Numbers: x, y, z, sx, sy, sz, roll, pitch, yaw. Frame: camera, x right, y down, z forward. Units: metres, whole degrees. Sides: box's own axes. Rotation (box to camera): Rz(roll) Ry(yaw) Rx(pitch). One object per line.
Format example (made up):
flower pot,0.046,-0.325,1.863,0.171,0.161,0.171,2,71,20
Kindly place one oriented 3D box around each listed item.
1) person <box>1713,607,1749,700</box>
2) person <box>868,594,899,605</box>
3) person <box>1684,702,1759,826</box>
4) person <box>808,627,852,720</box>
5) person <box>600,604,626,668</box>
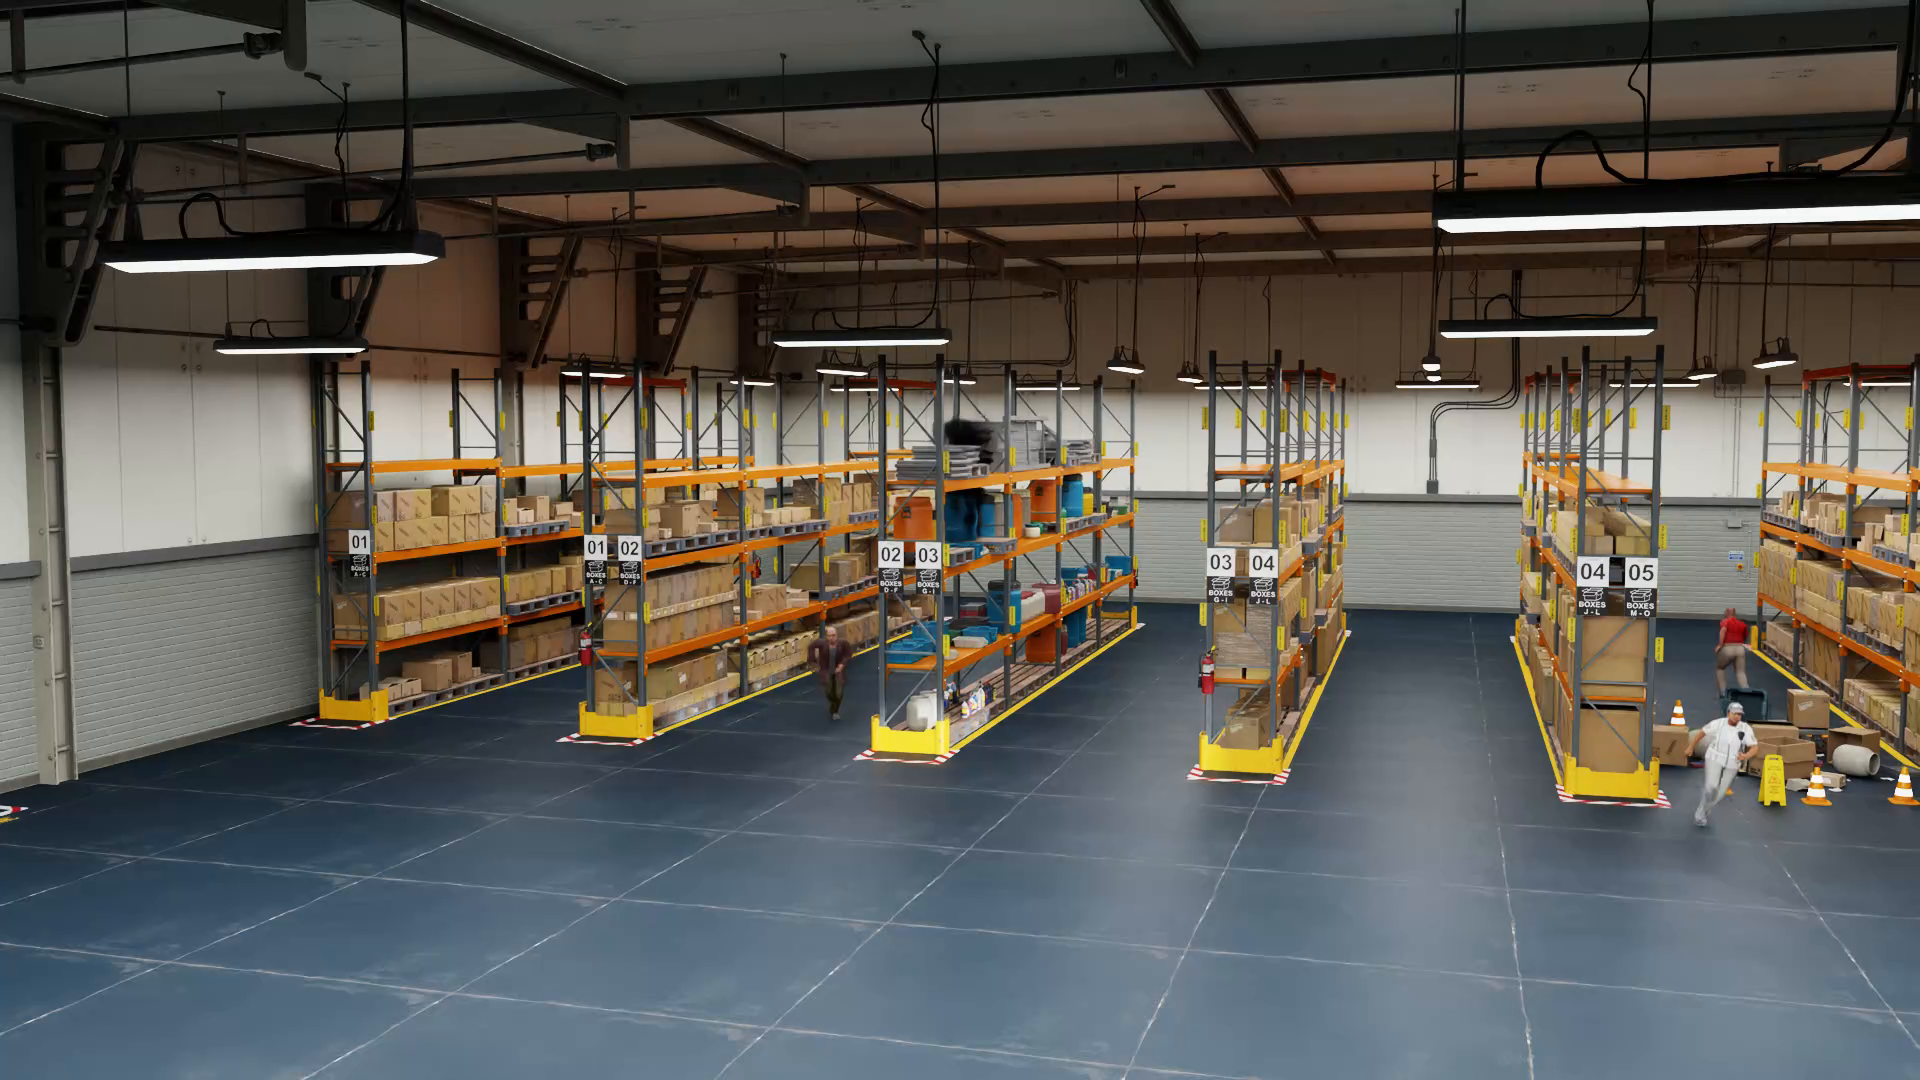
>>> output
person,13.761,2.055,29.636,0.667,1.709,0.998,0,4,2
person,-1.933,1.080,43.630,1.002,1.681,0.688,1,4,17
person,9.387,2.773,20.454,0.767,1.580,0.666,1,4,9
person,-2.176,2.231,27.760,0.741,1.596,0.814,0,4,-2
person,-6.640,1.822,32.205,0.655,1.779,0.849,1,4,12
